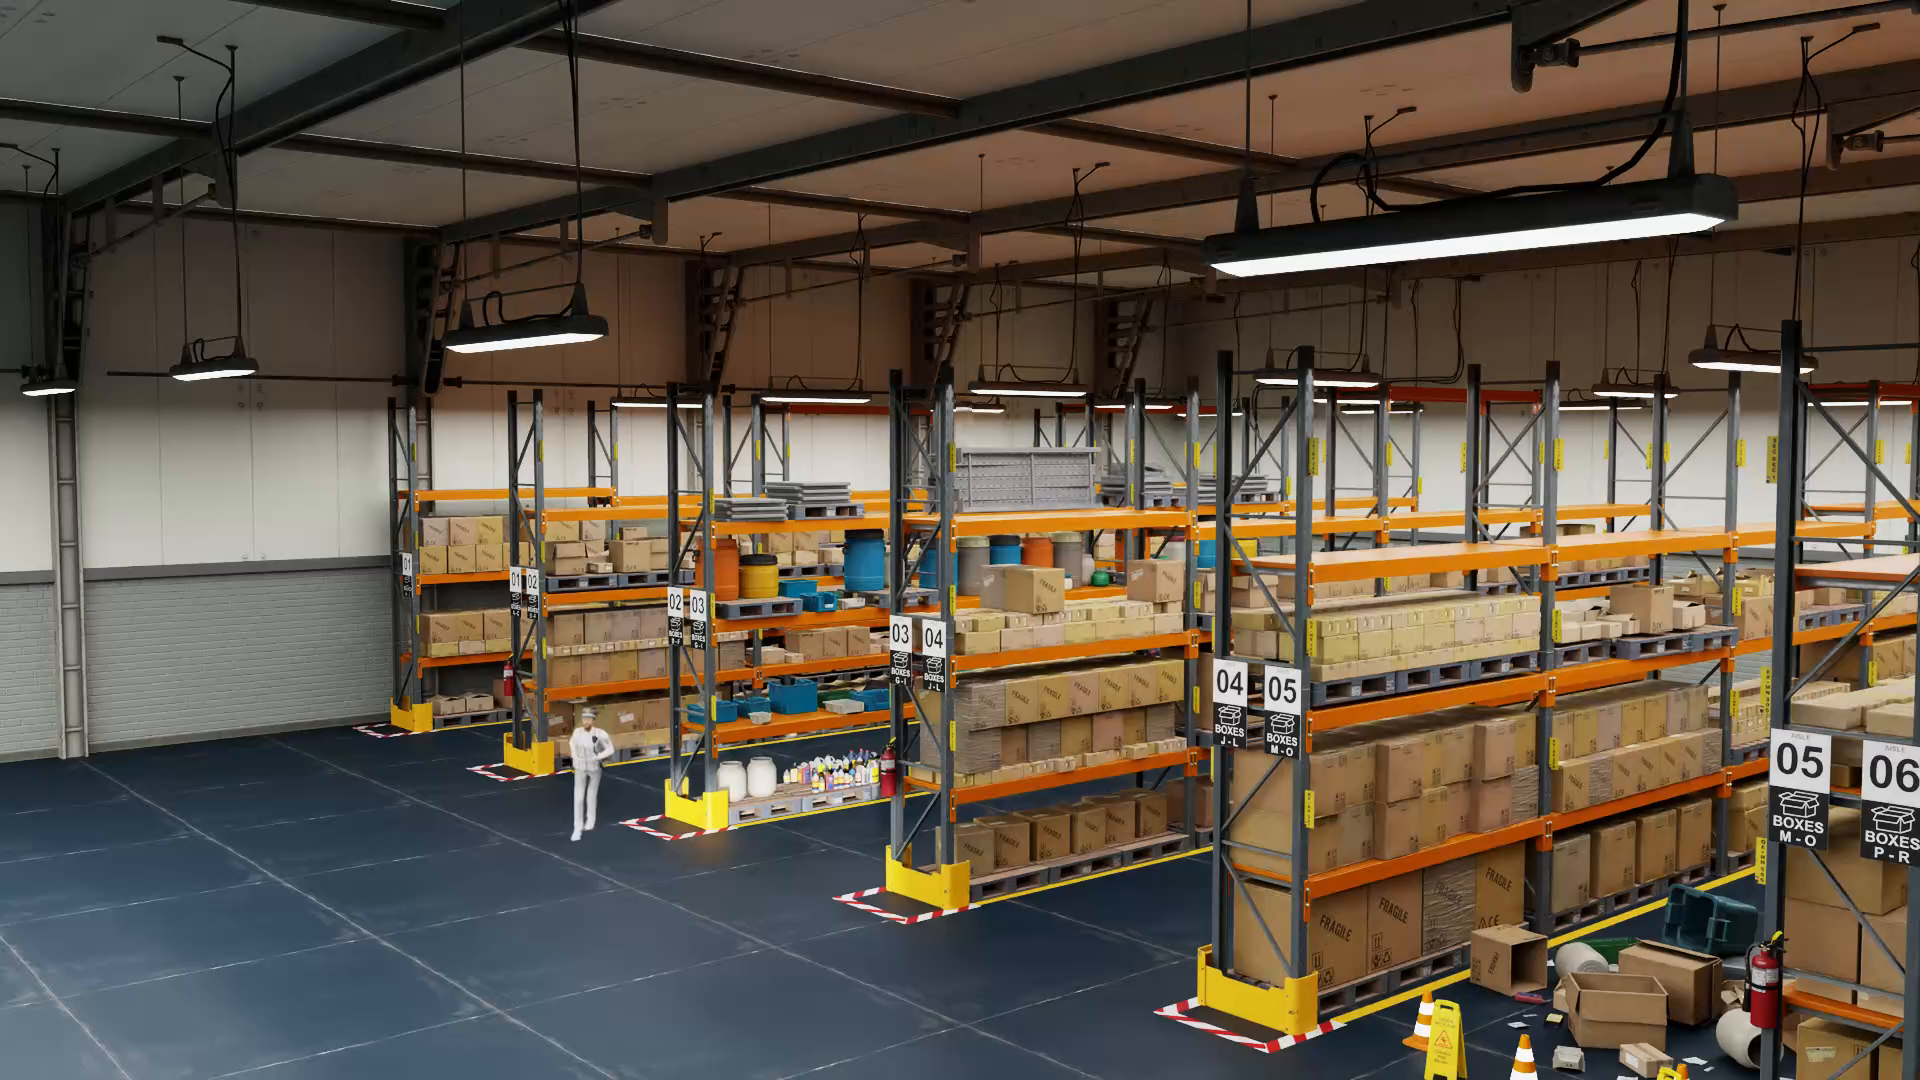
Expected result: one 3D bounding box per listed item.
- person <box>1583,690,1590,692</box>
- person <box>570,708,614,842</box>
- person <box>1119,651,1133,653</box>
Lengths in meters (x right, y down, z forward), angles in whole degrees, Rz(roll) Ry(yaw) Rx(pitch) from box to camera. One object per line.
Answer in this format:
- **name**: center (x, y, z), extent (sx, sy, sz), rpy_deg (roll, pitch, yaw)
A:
- **person**: center (9.080, 2.966, 23.848), extent (1.012, 1.653, 0.567), rpy_deg (-3, 5, -43)
- **person**: center (-4.836, 3.049, 21.865), extent (0.610, 1.752, 0.761), rpy_deg (0, 3, -2)
- **person**: center (2.980, 2.349, 30.269), extent (0.503, 1.548, 0.536), rpy_deg (-3, 5, -44)
